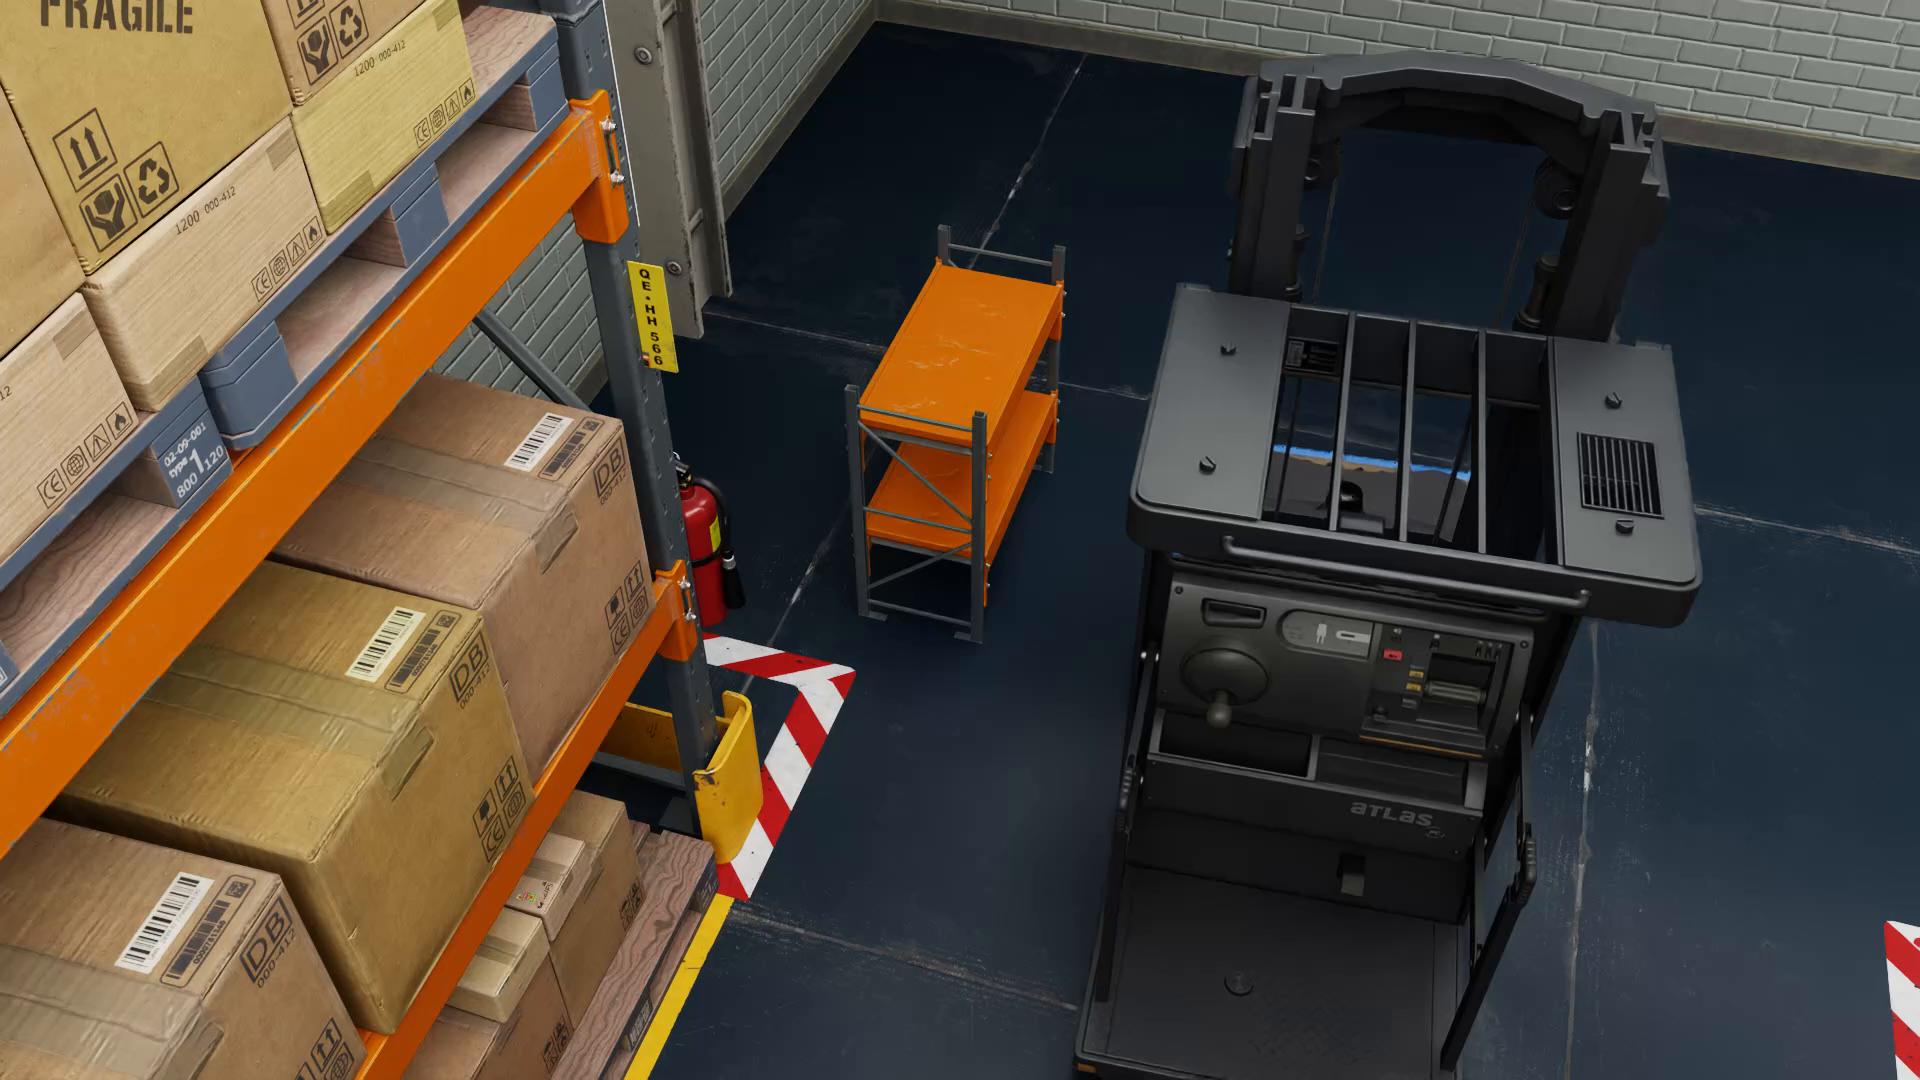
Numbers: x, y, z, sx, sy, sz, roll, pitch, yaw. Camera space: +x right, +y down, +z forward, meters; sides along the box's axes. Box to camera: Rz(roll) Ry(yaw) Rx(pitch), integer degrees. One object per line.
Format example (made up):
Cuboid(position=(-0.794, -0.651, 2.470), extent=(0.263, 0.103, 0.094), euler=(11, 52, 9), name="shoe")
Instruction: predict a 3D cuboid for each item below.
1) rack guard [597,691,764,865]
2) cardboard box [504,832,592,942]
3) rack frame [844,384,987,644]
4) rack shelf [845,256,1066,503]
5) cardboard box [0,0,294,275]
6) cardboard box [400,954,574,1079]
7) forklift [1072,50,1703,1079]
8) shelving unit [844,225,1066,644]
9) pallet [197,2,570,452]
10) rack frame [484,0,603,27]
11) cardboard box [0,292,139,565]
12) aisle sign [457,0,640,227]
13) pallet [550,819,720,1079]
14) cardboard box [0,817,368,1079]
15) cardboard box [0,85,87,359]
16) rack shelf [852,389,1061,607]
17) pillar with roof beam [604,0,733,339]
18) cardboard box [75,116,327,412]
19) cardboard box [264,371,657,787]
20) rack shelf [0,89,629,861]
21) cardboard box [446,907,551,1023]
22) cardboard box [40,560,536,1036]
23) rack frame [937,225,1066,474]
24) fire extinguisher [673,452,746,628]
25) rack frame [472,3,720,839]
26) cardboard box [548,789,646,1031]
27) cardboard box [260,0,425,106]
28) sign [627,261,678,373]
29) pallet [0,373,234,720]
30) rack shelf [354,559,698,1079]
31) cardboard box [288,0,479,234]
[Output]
Cuboid(position=(-1.279, 0.694, 5.683), extent=(1.175, 0.500, 0.348), euler=(13, 46, 13), name="rack guard")
Cuboid(position=(-1.268, 0.940, 4.668), extent=(0.380, 0.149, 0.250), euler=(12, 46, 12), name="cardboard box")
Cuboid(position=(-0.152, -0.068, 6.015), extent=(0.500, 1.125, 0.032), euler=(13, 46, 13), name="rack frame")
Cuboid(position=(0.002, -0.616, 6.156), extent=(0.538, 0.278, 1.000), euler=(13, 46, 13), name="rack shelf")
Cuboid(position=(-1.410, -0.779, 2.456), extent=(0.500, 0.500, 0.500), euler=(14, 46, 14), name="cardboard box")
Cuboid(position=(-1.554, 1.381, 4.681), extent=(0.700, 0.500, 0.500), euler=(12, 46, 12), name="cardboard box")
Cuboid(position=(0.956, 0.436, 4.209), extent=(1.130, 2.935, 3.031), euler=(9, 45, 9), name="forklift")
Cuboid(position=(0.002, -0.407, 6.361), extent=(0.538, 1.125, 1.048), euler=(13, 46, 13), name="shelving unit")
Cuboid(position=(-1.501, -0.727, 3.267), extent=(1.003, 0.211, 1.213), euler=(13, 46, 13), name="pallet")
Cuboid(position=(-1.286, -2.328, 2.695), extent=(1.000, 3.000, 0.127), euler=(13, 46, 13), name="rack frame")
Cuboid(position=(-1.565, -0.148, 2.348), extent=(0.500, 0.250, 0.500), euler=(11, 45, 11), name="cardboard box")
Cuboid(position=(-0.979, -1.097, 3.868), extent=(0.394, 0.787, 0.004), euler=(13, 46, 13), name="aisle sign")
Cuboid(position=(-1.454, 1.363, 5.206), extent=(1.003, 0.211, 1.213), euler=(13, 46, 13), name="pallet")
Cuboid(position=(-1.880, 1.045, 3.323), extent=(0.980, 0.700, 0.700), euler=(10, 45, 11), name="cardboard box")
Cuboid(position=(-1.560, -0.429, 2.099), extent=(0.500, 0.500, 0.500), euler=(11, 45, 11), name="cardboard box")
Cuboid(position=(0.002, -0.232, 6.532), extent=(0.538, 0.278, 1.000), euler=(13, 46, 13), name="rack shelf")
Cuboid(position=(2.810, -3.399, 3.789), extent=(9.100, 9.000, 0.400), euler=(13, 46, 13), name="pillar with roof beam")
Cuboid(position=(-1.412, -0.496, 2.703), extent=(0.500, 0.250, 0.500), euler=(11, 45, 11), name="cardboard box")
Cuboid(position=(-1.431, 0.051, 4.338), extent=(0.980, 0.700, 0.700), euler=(14, 46, 14), name="cardboard box")
Cuboid(position=(-1.892, 0.335, 2.633), extent=(1.077, 0.370, 4.000), euler=(13, 46, 13), name="rack shelf")
Cuboid(position=(-1.345, 1.111, 4.494), extent=(0.380, 0.149, 0.250), euler=(14, 46, 14), name="cardboard box")
Cuboid(position=(-1.641, 0.539, 3.840), extent=(0.980, 0.700, 0.700), euler=(12, 46, 12), name="cardboard box")
Cuboid(position=(0.156, -0.745, 6.707), extent=(0.500, 1.125, 0.032), euler=(13, 46, 13), name="rack frame")
Cuboid(position=(-0.801, -0.025, 4.953), extent=(0.296, 0.674, 0.183), euler=(13, 46, 13), name="fire extinguisher")
Cuboid(position=(-1.286, -0.183, 4.793), extent=(1.000, 3.000, 0.127), euler=(13, 46, 13), name="rack frame")
Cuboid(position=(-1.403, 1.048, 5.022), extent=(0.700, 0.500, 0.500), euler=(13, 46, 13), name="cardboard box")
Cuboid(position=(-1.248, -1.110, 2.794), extent=(0.500, 0.500, 0.500), euler=(12, 46, 12), name="cardboard box")
Cuboid(position=(-0.773, -0.558, 4.178), extent=(0.100, 0.325, 0.005), euler=(13, 46, 13), name="sign")
Cuboid(position=(-1.869, 0.089, 2.433), extent=(1.003, 0.211, 1.213), euler=(13, 46, 13), name="pallet")
Cuboid(position=(-1.892, 1.407, 3.682), extent=(1.077, 0.370, 4.000), euler=(13, 46, 13), name="rack shelf")
Cuboid(position=(-1.255, -0.843, 3.058), extent=(0.500, 0.250, 0.500), euler=(14, 46, 14), name="cardboard box")
